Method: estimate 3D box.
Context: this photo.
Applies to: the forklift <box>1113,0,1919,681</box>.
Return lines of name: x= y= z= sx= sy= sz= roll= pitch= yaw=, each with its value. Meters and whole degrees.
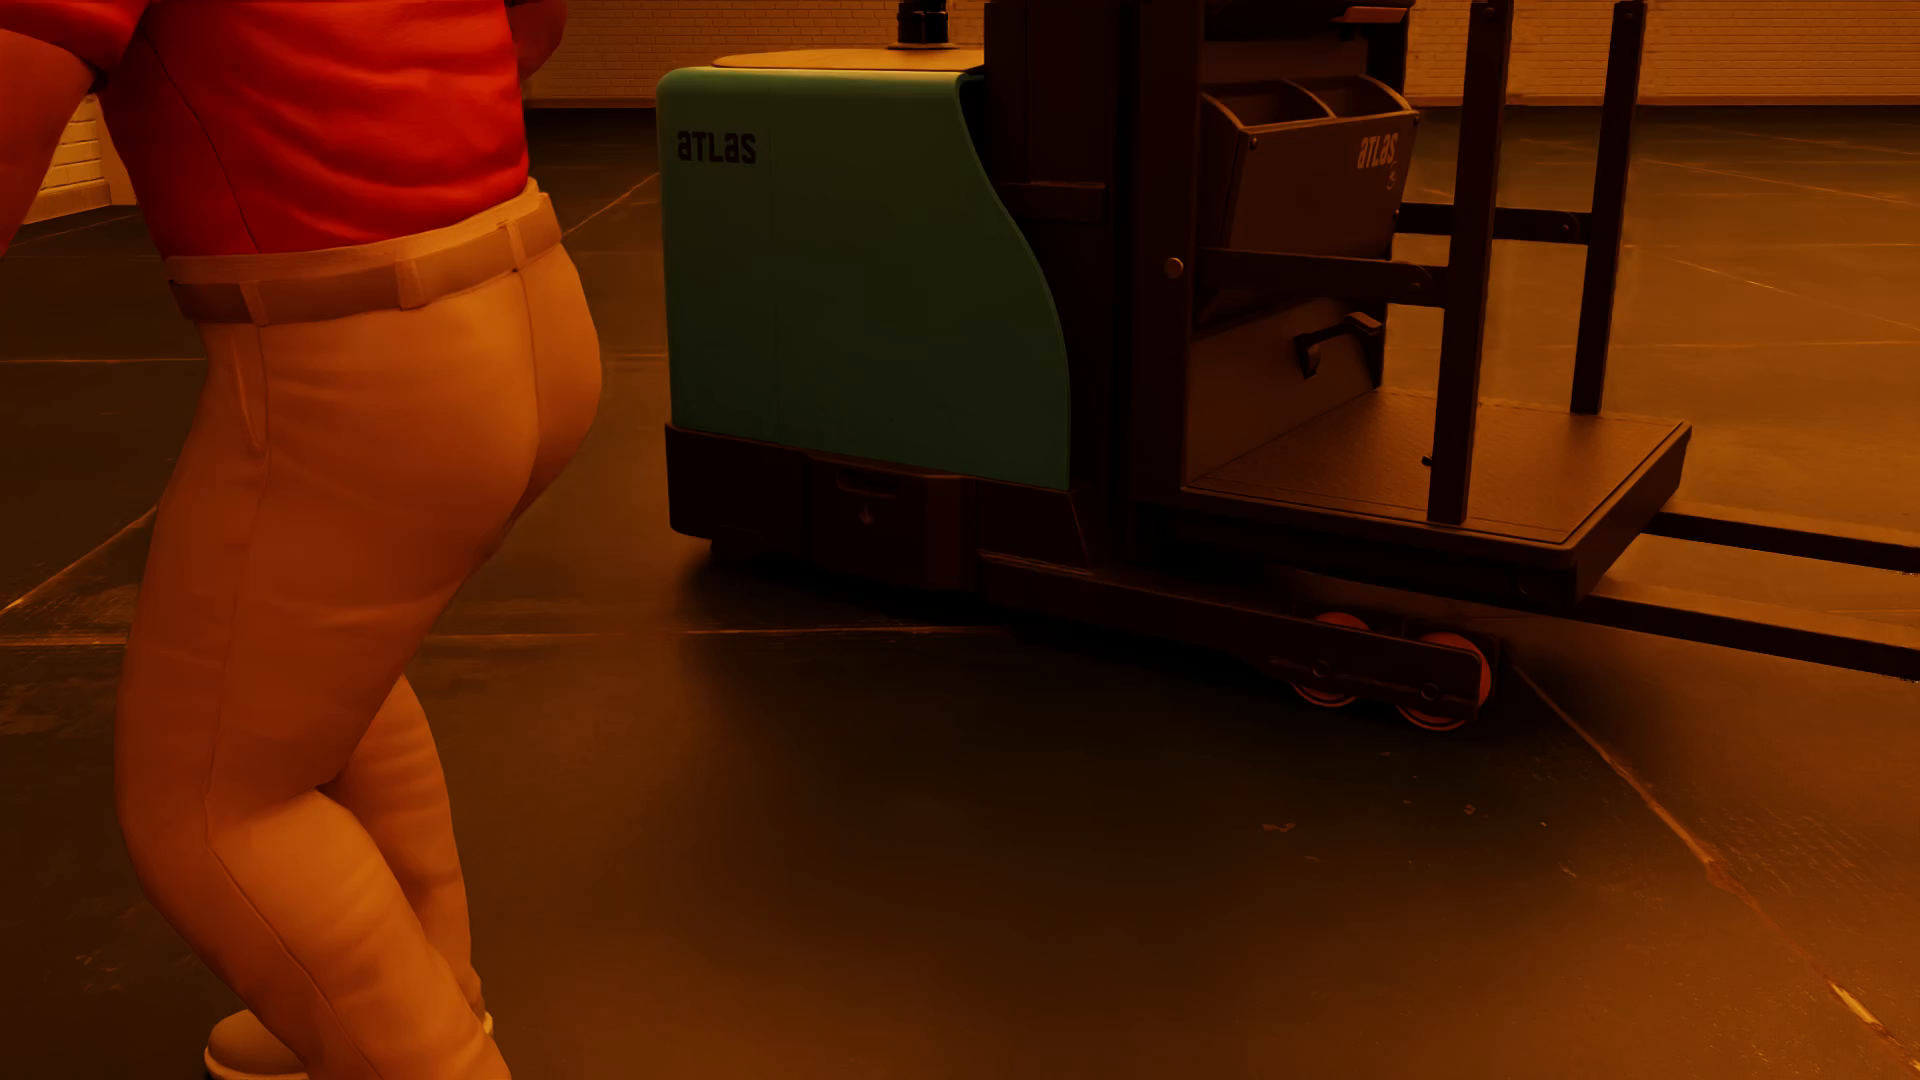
forklift: x=0.923 y=-1.211 z=2.975 sx=2.884 sy=2.867 sz=1.101 roll=11 pitch=20 yaw=31
